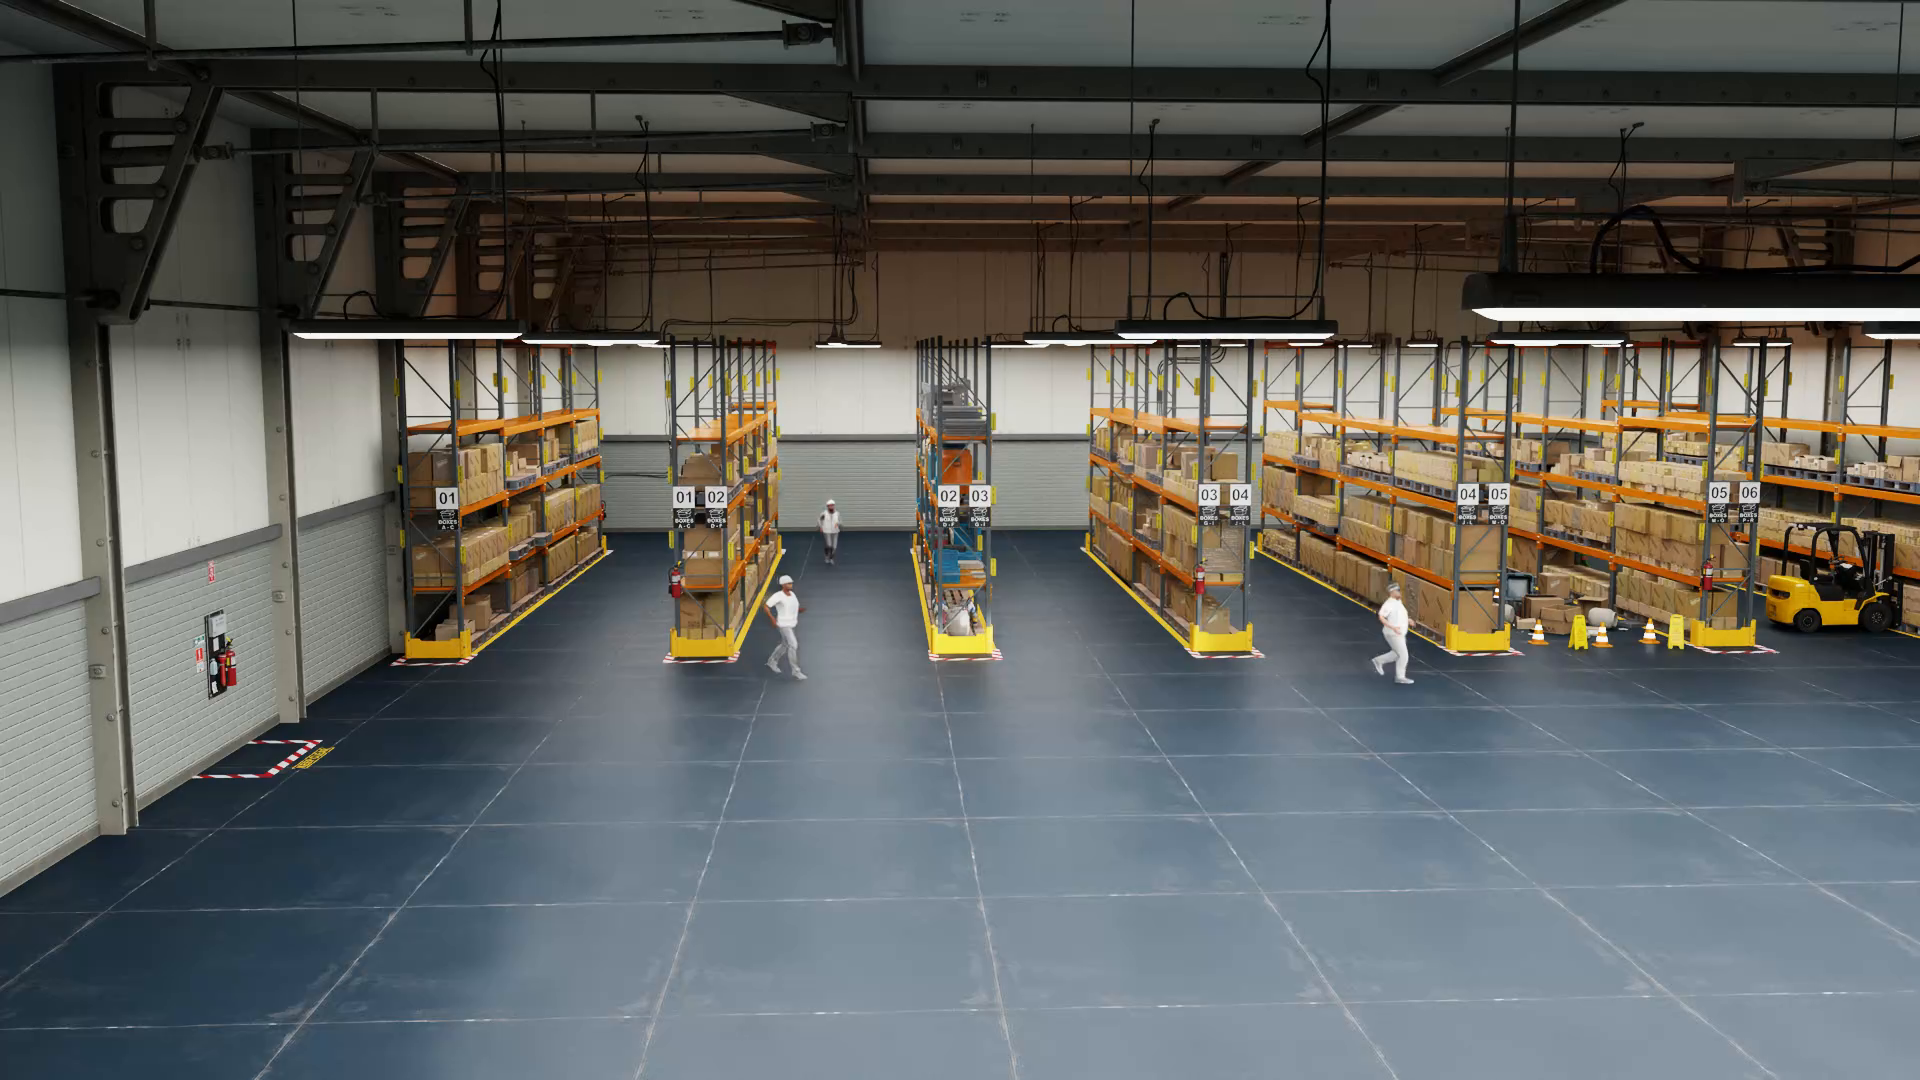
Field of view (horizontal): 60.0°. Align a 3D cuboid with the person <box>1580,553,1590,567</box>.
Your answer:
[{"bbox_3d":[15.947,-0.073,42.579,0.658,1.705,0.697,-1,7,-11],"label":"person"}]

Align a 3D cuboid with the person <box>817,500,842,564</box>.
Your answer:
[{"bbox_3d":[-3.458,-0.205,44.481,0.639,1.732,0.596,-2,7,-18],"label":"person"}]

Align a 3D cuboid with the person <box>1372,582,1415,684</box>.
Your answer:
[{"bbox_3d":[7.494,1.591,28.774,0.786,1.742,0.672,4,8,34],"label":"person"}]

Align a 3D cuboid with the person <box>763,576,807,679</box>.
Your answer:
[{"bbox_3d":[-3.041,1.512,29.171,0.894,1.788,0.691,3,7,24],"label":"person"}]
